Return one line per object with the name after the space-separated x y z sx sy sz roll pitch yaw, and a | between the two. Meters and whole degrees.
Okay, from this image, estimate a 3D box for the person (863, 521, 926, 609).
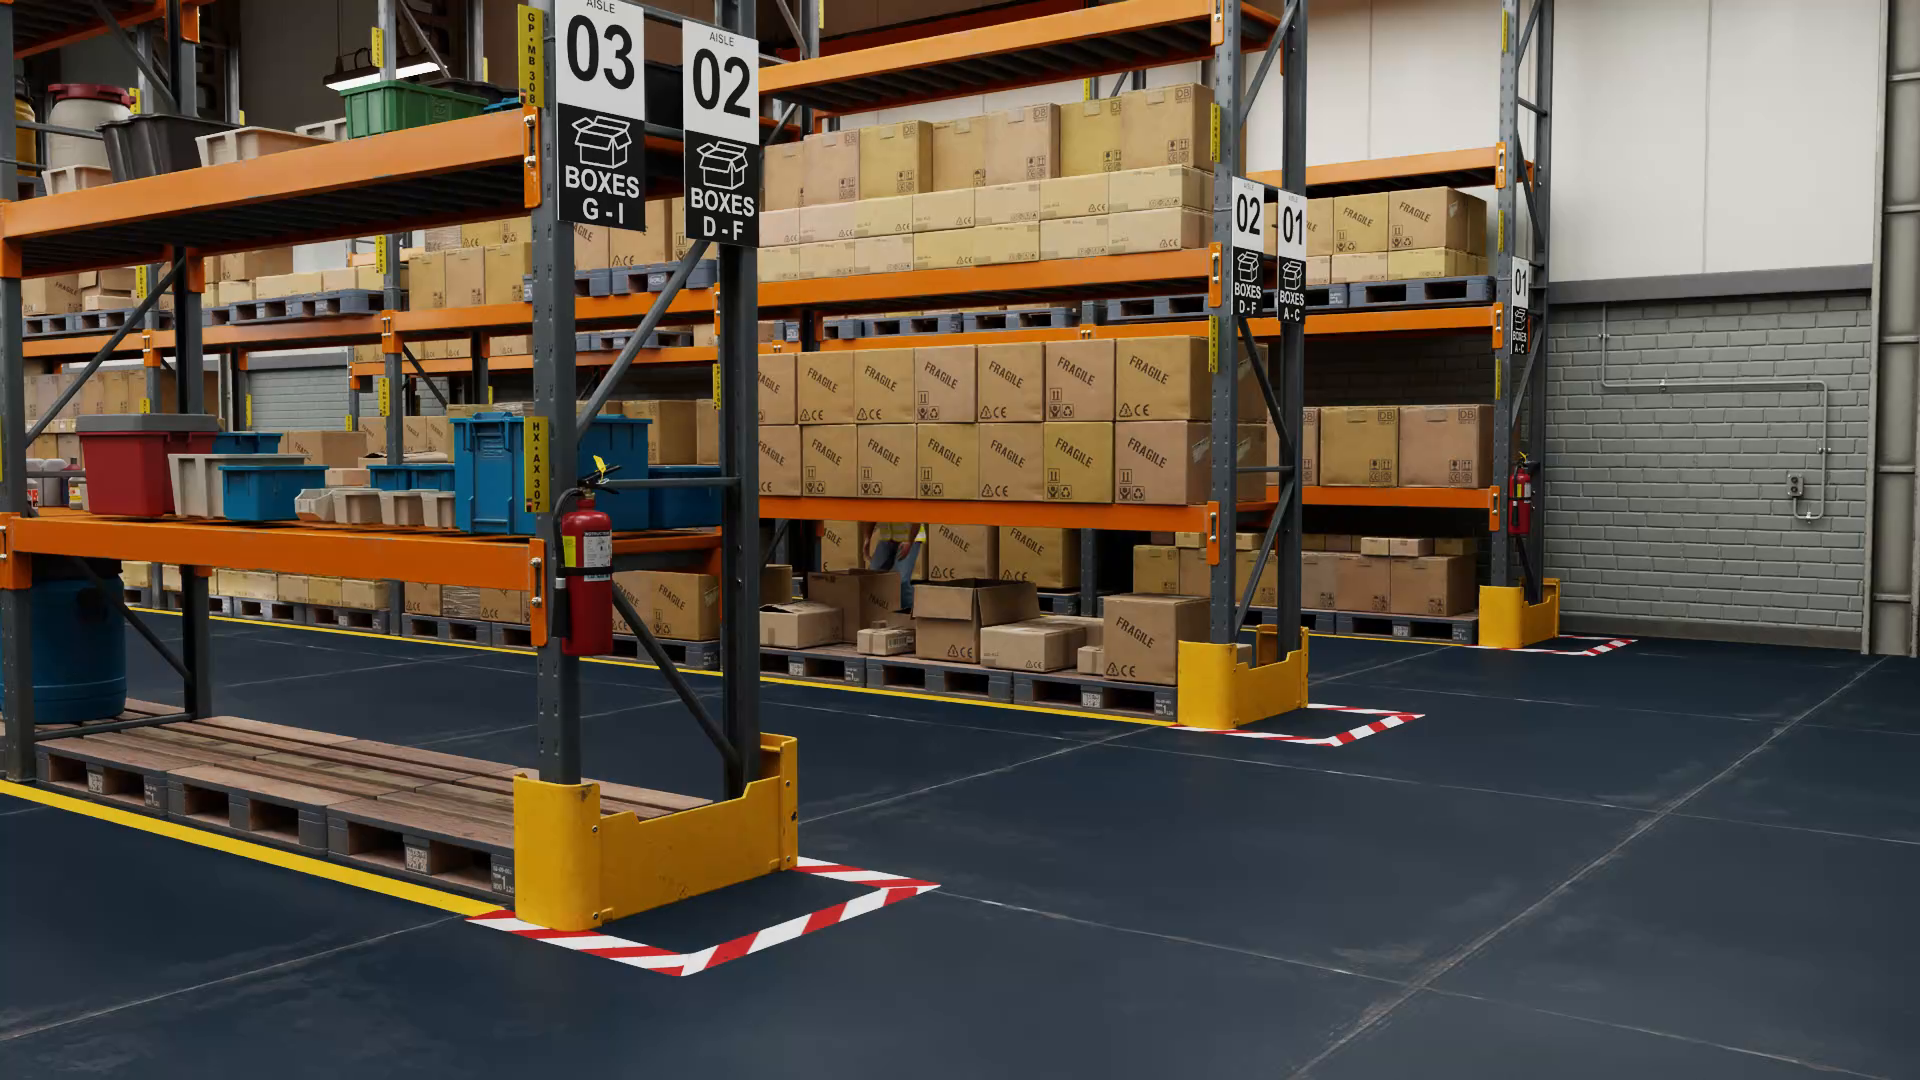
-0.569 0.021 14.721 0.616 1.613 0.599 2 4 37 | person
